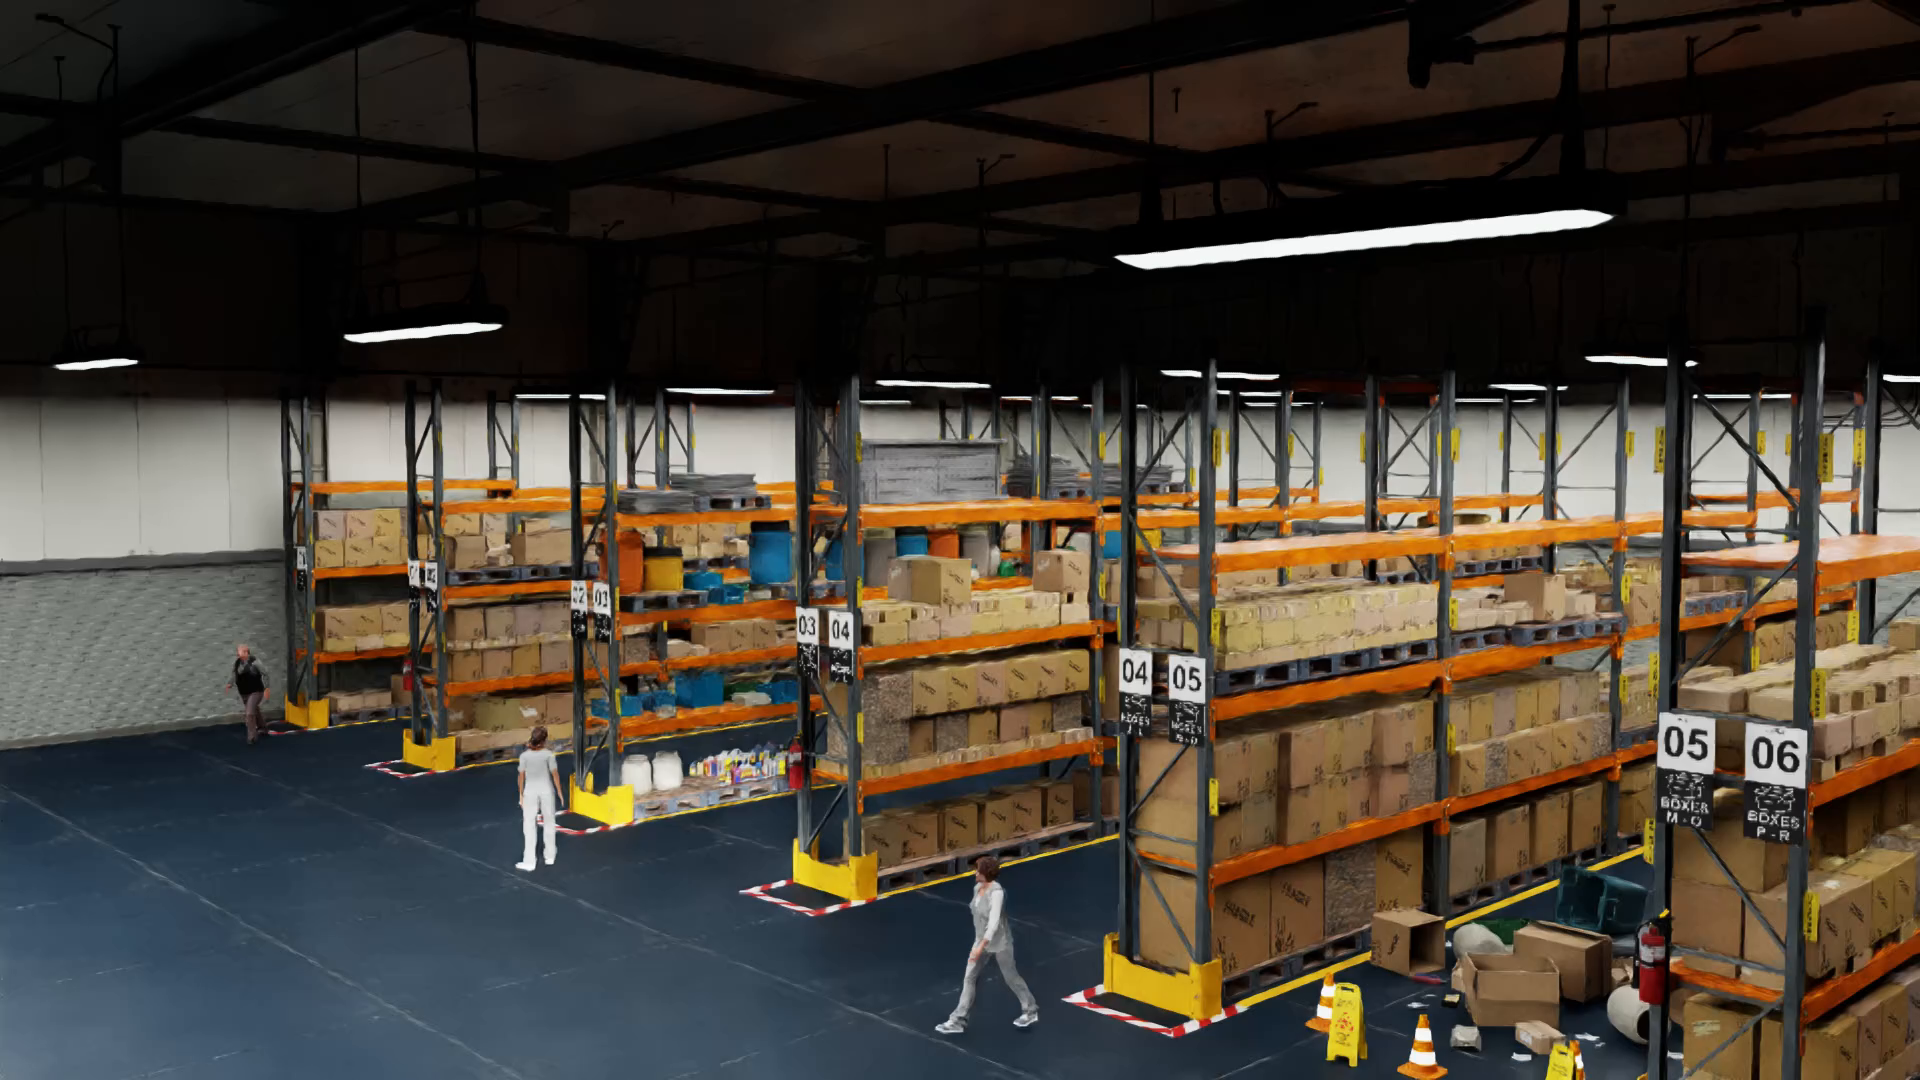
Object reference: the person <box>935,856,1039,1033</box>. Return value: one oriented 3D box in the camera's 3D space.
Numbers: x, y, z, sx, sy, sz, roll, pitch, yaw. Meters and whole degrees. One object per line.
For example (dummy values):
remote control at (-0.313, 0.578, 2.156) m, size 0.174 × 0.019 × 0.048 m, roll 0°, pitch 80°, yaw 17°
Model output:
person at (0.263, 3.466, 14.300) m, size 0.958 × 1.529 × 0.410 m, roll -2°, pitch 4°, yaw -34°

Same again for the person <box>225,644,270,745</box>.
person at (-11.843, 2.552, 27.810) m, size 0.687 × 1.654 × 0.832 m, roll 2°, pitch 4°, yaw 28°

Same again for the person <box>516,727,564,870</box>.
person at (-5.008, 3.047, 19.815) m, size 0.563 × 1.668 × 0.569 m, roll -1°, pitch 4°, yaw -12°
